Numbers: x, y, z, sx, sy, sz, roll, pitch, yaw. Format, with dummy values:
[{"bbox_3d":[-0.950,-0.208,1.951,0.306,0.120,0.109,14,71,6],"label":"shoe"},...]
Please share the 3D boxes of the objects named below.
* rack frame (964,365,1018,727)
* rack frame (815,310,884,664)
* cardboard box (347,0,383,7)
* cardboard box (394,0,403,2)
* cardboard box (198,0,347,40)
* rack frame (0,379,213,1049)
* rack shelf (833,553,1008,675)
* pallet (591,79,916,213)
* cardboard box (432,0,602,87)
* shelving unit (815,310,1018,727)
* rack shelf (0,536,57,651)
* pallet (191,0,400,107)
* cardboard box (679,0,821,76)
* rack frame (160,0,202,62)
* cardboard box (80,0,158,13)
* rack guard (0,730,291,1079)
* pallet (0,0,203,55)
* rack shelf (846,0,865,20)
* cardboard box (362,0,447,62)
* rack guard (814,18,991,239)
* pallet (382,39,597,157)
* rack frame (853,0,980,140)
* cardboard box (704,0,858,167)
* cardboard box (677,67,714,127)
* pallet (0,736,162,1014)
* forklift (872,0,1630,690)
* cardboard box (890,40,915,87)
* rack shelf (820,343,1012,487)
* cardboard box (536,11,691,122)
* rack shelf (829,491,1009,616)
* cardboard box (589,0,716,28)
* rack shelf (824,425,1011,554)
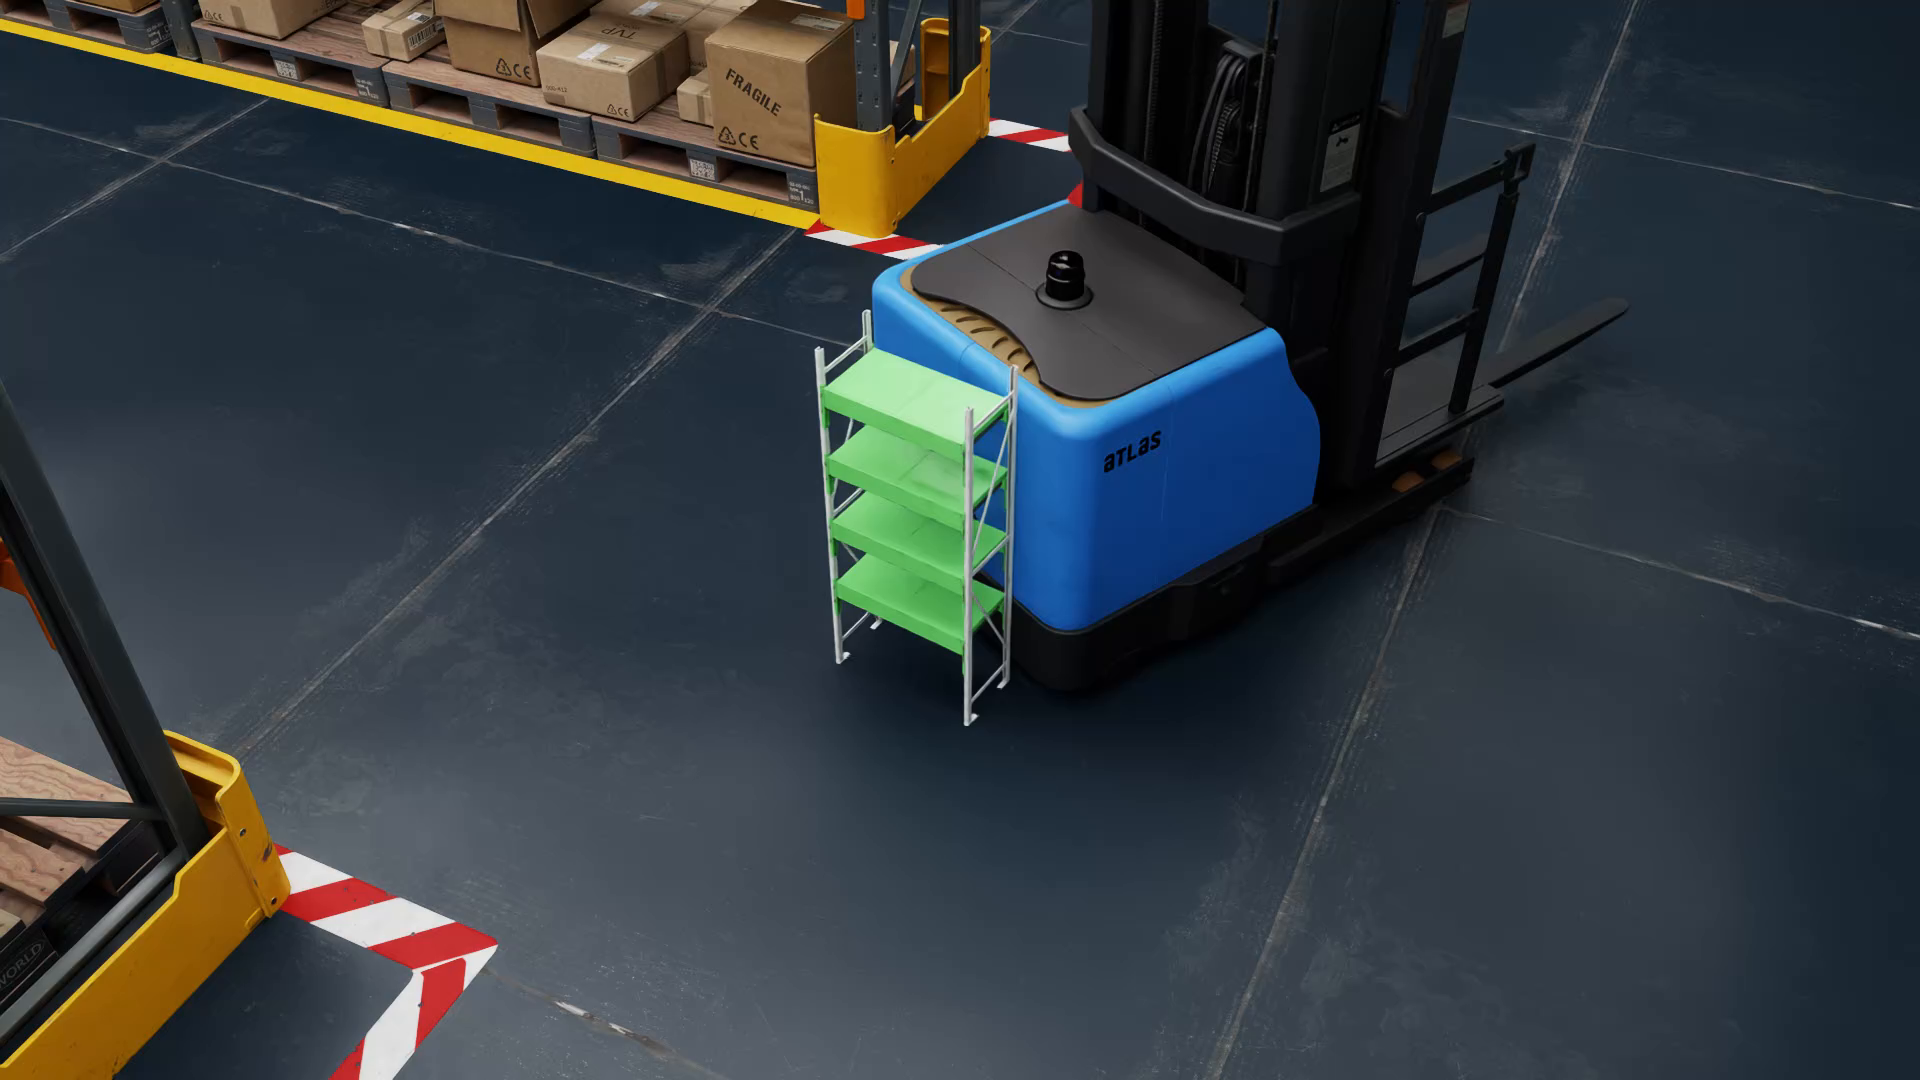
[{"bbox_3d":[0.085,0.051,4.775,0.015,1.200,0.240,23,46,25],"label":"rack frame"},{"bbox_3d":[-0.322,-0.125,4.978,0.015,1.200,0.240,23,46,25],"label":"rack frame"},{"bbox_3d":[-3.159,-3.150,8.667,0.500,0.500,0.500,17,44,19],"label":"cardboard box"},{"bbox_3d":[-2.794,-2.949,8.703,0.250,0.149,0.380,17,44,19],"label":"cardboard box"},{"bbox_3d":[-3.506,-2.824,8.434,0.500,0.311,0.500,17,44,19],"label":"cardboard box"},{"bbox_3d":[-2.268,0.129,3.311,0.127,3.000,1.000,17,44,19],"label":"rack frame"},{"bbox_3d":[-0.119,0.193,5.076,0.480,0.148,0.258,23,46,25],"label":"rack shelf"},{"bbox_3d":[-0.962,-1.998,7.894,1.213,0.211,1.003,17,44,19],"label":"pallet"},{"bbox_3d":[-2.091,-2.624,8.057,0.637,0.503,0.797,17,44,19],"label":"cardboard box"},{"bbox_3d":[-0.119,-0.037,4.877,0.503,1.200,0.258,23,46,25],"label":"shelving unit"},{"bbox_3d":[-4.081,-0.153,4.186,4.000,0.370,1.077,17,44,19],"label":"rack shelf"},{"bbox_3d":[-3.173,-2.673,8.673,1.213,0.211,1.003,17,44,19],"label":"pallet"},{"bbox_3d":[-0.996,-2.395,7.986,0.500,0.250,0.500,17,44,19],"label":"cardboard box"},{"bbox_3d":[-3.795,-3.918,7.980,0.127,3.000,1.000,17,44,19],"label":"rack frame"},{"bbox_3d":[-4.364,-3.106,8.616,0.500,0.500,0.500,17,44,18],"label":"cardboard box"},{"bbox_3d":[-2.241,1.072,4.131,0.348,0.500,1.175,17,44,19],"label":"rack guard"},{"bbox_3d":[-4.549,-3.067,9.127,1.213,0.211,1.003,17,44,19],"label":"pallet"},{"bbox_3d":[-1.983,-3.092,7.577,4.000,0.370,1.077,17,44,19],"label":"rack shelf"},{"bbox_3d":[-2.718,-2.535,8.212,0.250,0.166,0.380,17,44,19],"label":"cardboard box"},{"bbox_3d":[-0.239,-1.887,7.545,0.348,0.500,1.175,17,44,19],"label":"rack guard"},{"bbox_3d":[-2.064,-2.336,8.285,1.213,0.211,1.003,17,44,19],"label":"pallet"},{"bbox_3d":[-0.171,-2.810,6.702,0.127,3.000,1.000,17,44,19],"label":"rack frame"},{"bbox_3d":[-0.767,-2.036,7.382,0.500,0.500,0.500,17,44,19],"label":"cardboard box"},{"bbox_3d":[-1.096,-2.076,7.682,0.250,0.166,0.380,17,44,19],"label":"cardboard box"},{"bbox_3d":[-2.999,0.931,4.515,1.213,0.211,1.003,17,44,19],"label":"pallet"},{"bbox_3d":[1.199,-1.434,5.166,3.031,2.935,1.130,-26,47,-27],"label":"forklift"},{"bbox_3d":[-0.405,-2.219,7.861,0.250,0.149,0.380,17,44,19],"label":"cardboard box"},{"bbox_3d":[-0.119,-0.351,4.604,0.480,0.148,0.258,23,46,25],"label":"rack shelf"},{"bbox_3d":[-1.616,-2.223,7.788,0.500,0.250,0.500,17,44,19],"label":"cardboard box"},{"bbox_3d":[-0.119,0.011,4.918,0.480,0.148,0.258,23,46,25],"label":"rack shelf"},{"bbox_3d":[-1.450,-2.533,8.146,0.500,0.250,0.500,17,44,19],"label":"cardboard box"},{"bbox_3d":[-0.119,-0.170,4.761,0.480,0.148,0.258,23,46,25],"label":"rack shelf"}]
